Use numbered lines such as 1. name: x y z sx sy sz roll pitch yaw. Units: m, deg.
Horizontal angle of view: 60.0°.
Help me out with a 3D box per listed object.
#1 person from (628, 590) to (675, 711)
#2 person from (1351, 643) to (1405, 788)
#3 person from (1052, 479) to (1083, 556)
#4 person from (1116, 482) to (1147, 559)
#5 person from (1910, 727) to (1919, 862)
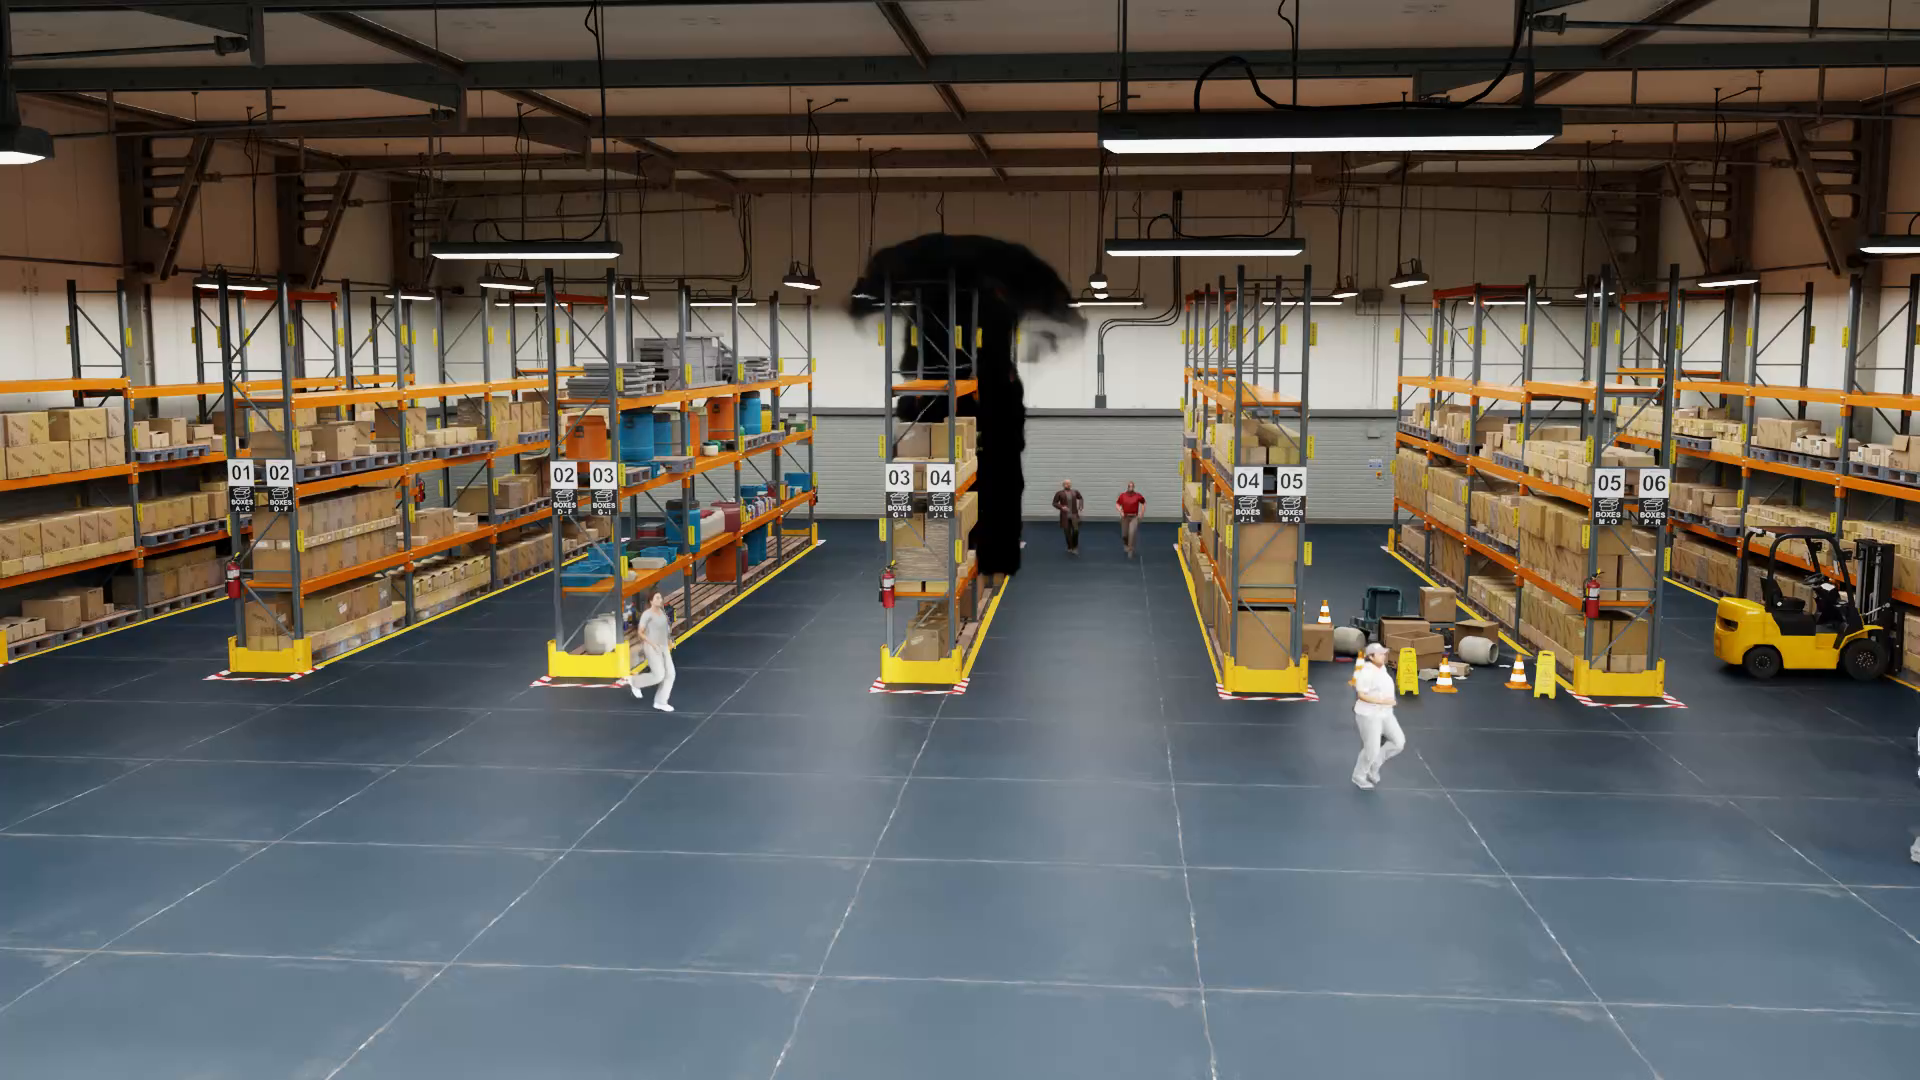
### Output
1. person: -4.158 1.481 22.499 0.672 1.636 0.550 3 8 26
2. person: 4.630 1.950 18.442 0.661 1.639 0.570 -7 10 -45
3. person: 2.496 -0.512 38.359 0.738 1.774 0.636 0 7 -4
4. person: 3.925 -0.472 38.188 0.689 1.729 0.787 2 7 13
5. person: 9.317 2.245 15.690 0.672 1.731 0.552 -4 8 -32
